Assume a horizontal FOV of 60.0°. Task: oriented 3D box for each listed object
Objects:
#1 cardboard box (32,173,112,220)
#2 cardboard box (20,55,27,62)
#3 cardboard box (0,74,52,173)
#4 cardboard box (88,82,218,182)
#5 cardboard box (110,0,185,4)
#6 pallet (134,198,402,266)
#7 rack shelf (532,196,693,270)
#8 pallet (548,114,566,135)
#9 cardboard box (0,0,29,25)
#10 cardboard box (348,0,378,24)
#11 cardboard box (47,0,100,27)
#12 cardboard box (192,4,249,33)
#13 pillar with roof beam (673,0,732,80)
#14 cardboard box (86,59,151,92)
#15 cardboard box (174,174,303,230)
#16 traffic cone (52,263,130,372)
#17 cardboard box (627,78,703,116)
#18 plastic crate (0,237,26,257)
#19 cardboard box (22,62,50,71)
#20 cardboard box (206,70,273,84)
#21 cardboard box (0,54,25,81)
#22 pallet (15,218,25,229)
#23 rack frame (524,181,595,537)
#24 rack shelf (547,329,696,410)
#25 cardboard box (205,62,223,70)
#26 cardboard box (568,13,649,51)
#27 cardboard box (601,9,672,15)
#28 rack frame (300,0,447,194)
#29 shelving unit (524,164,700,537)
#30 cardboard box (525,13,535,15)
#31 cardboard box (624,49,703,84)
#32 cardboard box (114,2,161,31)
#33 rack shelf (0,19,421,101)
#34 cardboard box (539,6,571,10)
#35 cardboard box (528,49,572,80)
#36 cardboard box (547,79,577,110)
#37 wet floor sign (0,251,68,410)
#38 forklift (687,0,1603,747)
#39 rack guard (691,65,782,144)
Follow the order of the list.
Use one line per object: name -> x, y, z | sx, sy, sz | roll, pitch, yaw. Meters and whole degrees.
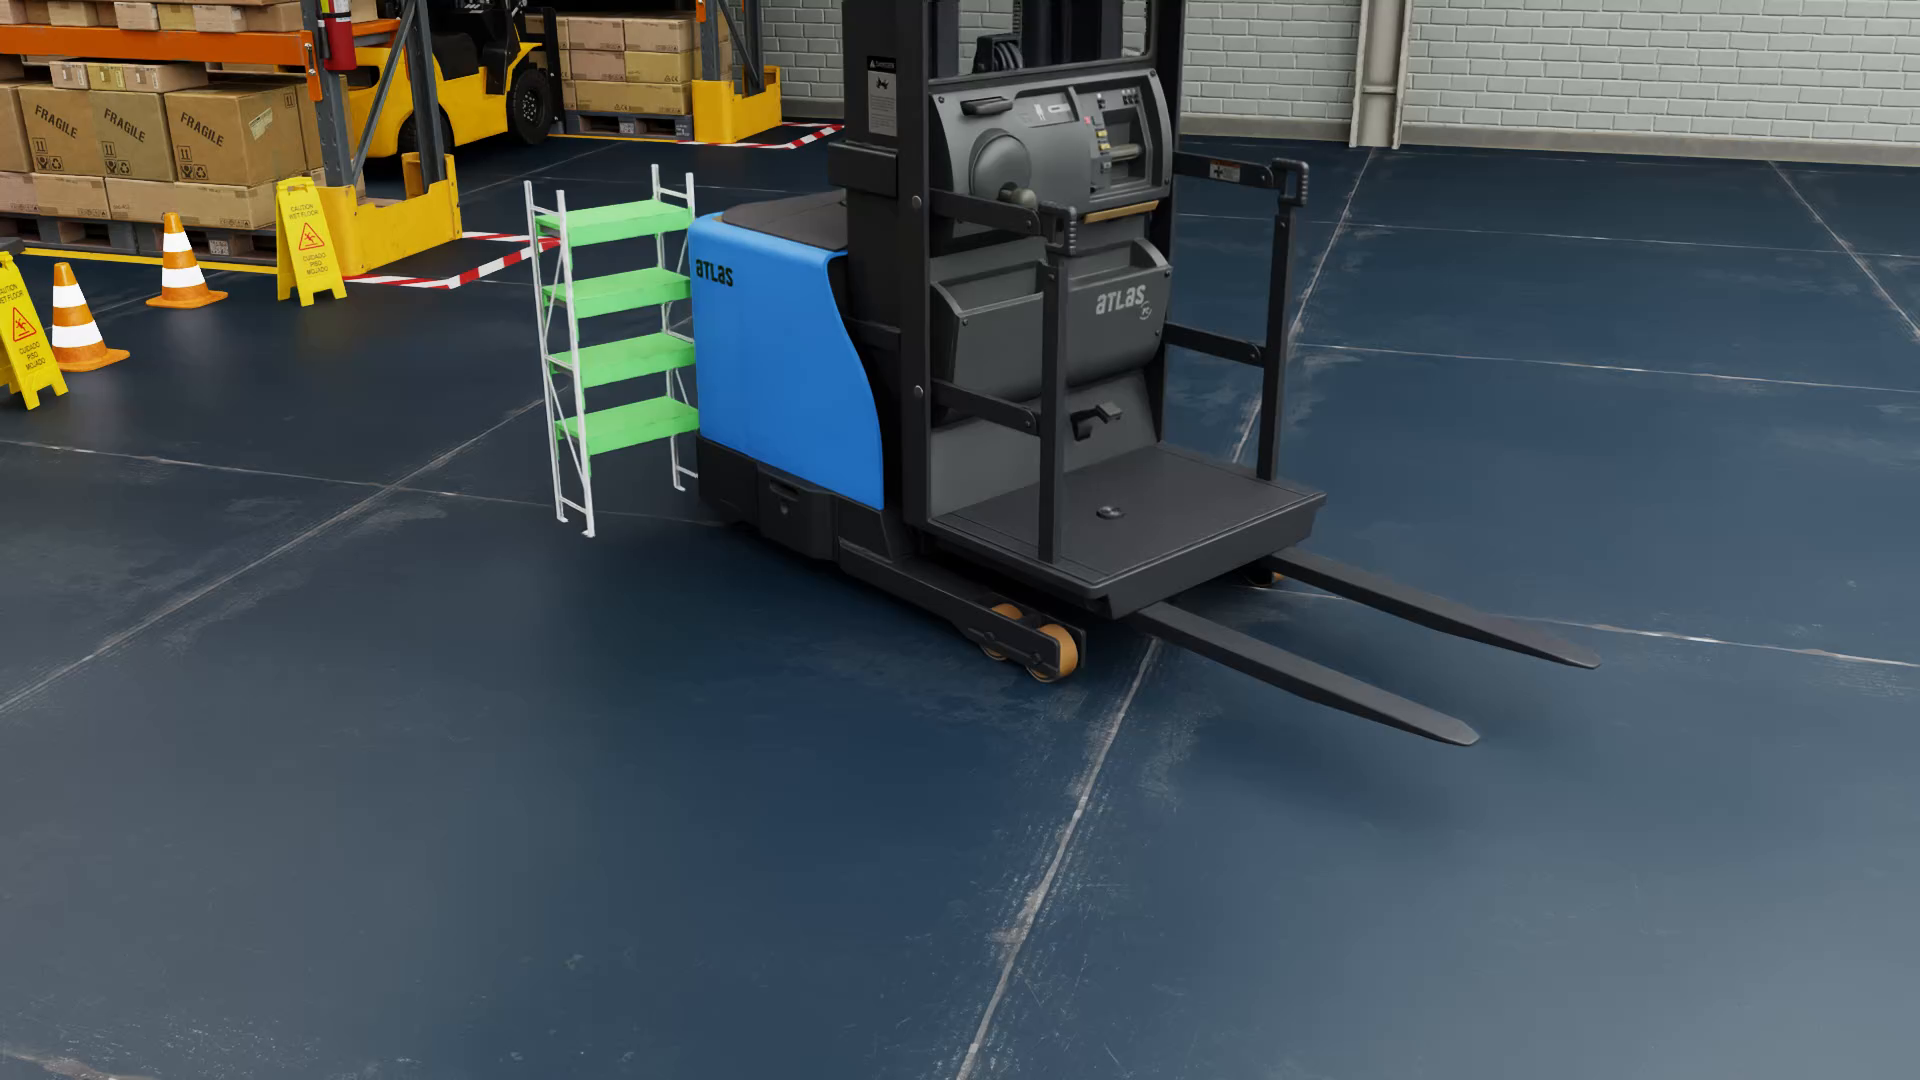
cardboard box -> -5.198, -2.121, 10.058 | 0.500, 0.250, 0.500 | 6, 23, 14
cardboard box -> -8.986, -4.796, 16.086 | 0.625, 0.625, 0.875 | 7, 23, 17
cardboard box -> -5.681, -2.526, 10.057 | 0.500, 0.500, 0.500 | 8, 24, 18
cardboard box -> -4.693, -2.411, 9.778 | 0.500, 0.500, 0.500 | 7, 23, 17
cardboard box -> -4.427, -3.293, 9.322 | 0.500, 0.500, 0.500 | 7, 23, 16
pallet -> -4.190, -1.913, 10.156 | 1.213, 0.211, 1.003 | 7, 23, 16
rack shelf -> -1.175, -1.046, 5.643 | 0.480, 0.148, 0.258 | -18, 29, -38
pallet -> -3.828, -3.810, 14.780 | 1.213, 0.211, 1.003 | 7, 23, 15
cardboard box -> -5.499, -3.103, 9.714 | 0.250, 0.149, 0.380 | 6, 23, 15
cardboard box -> -3.615, -3.089, 9.680 | 0.250, 0.149, 0.380 | 7, 23, 16
cardboard box -> -5.015, -3.055, 9.596 | 0.250, 0.149, 0.380 | 6, 23, 15
cardboard box -> -4.044, -2.928, 9.286 | 0.250, 0.149, 0.380 | 6, 23, 15
pillar with roof beam -> -3.570, -6.512, 9.788 | 0.400, 9.000, 9.100 | 7, 23, 16
cardboard box -> -4.803, -2.700, 9.627 | 0.250, 0.149, 0.380 | 7, 23, 16
cardboard box -> -4.225, -2.009, 9.784 | 0.500, 0.250, 0.500 | 6, 23, 15
traffic cone -> -4.129, -1.057, 7.738 | 0.334, 0.463, 0.336 | 7, 23, 16
cardboard box -> -2.461, -3.756, 14.044 | 0.500, 0.250, 0.500 | 7, 23, 16
plastic crate -> -5.913, -1.711, 9.835 | 0.583, 0.080, 0.402 | -1, 22, -3
cardboard box -> -6.048, -2.778, 10.672 | 0.500, 0.500, 0.500 | 7, 23, 16
cardboard box -> -4.567, -2.609, 10.260 | 0.500, 0.500, 0.500 | 6, 23, 14
cardboard box -> -5.839, -2.818, 9.915 | 0.250, 0.149, 0.380 | 8, 24, 19
pallet -> -6.526, -2.181, 10.808 | 1.213, 0.211, 1.003 | 7, 23, 16
rack frame -> -1.359, -0.600, 5.652 | 0.015, 1.200, 0.240 | -18, 29, -38
rack shelf -> -1.175, -0.602, 5.825 | 0.480, 0.148, 0.258 | -18, 29, -38
cardboard box -> -6.993, -4.572, 15.539 | 0.625, 0.625, 0.875 | 6, 23, 15
cardboard box -> -2.941, -4.273, 13.986 | 0.500, 0.250, 0.500 | 7, 23, 16
cardboard box -> -2.805, -4.457, 14.435 | 0.500, 0.250, 0.500 | 7, 23, 16
rack frame -> -3.350, -3.093, 9.358 | 0.127, 3.000, 1.000 | 7, 23, 16
shelving unit -> -1.175, -0.661, 5.801 | 0.503, 1.200, 0.258 | -18, 29, -38
cardboard box -> -3.910, -4.383, 14.254 | 0.500, 0.250, 0.500 | 6, 23, 14
cardboard box -> -2.476, -3.990, 13.956 | 0.500, 0.250, 0.500 | 6, 23, 15
cardboard box -> -4.539, -2.981, 9.415 | 0.250, 0.149, 0.380 | 7, 23, 16
rack shelf -> -5.265, -2.980, 10.029 | 4.000, 0.370, 1.077 | 7, 23, 16
cardboard box -> -3.769, -4.574, 14.721 | 0.500, 0.250, 0.500 | 6, 23, 14
cardboard box -> -3.453, -4.098, 14.219 | 0.500, 0.250, 0.500 | 6, 23, 14
cardboard box -> -3.411, -3.872, 14.327 | 0.500, 0.250, 0.500 | 7, 23, 16
wet floor sign -> -4.083, -0.911, 7.140 | 0.232, 0.644, 0.267 | 3, 22, 6
forklift -> 0.434, -1.165, 4.749 | 1.130, 2.935, 3.031 | -19, 29, -39
rack guard -> -1.897, -3.738, 14.224 | 0.348, 0.500, 1.175 | 7, 23, 16
